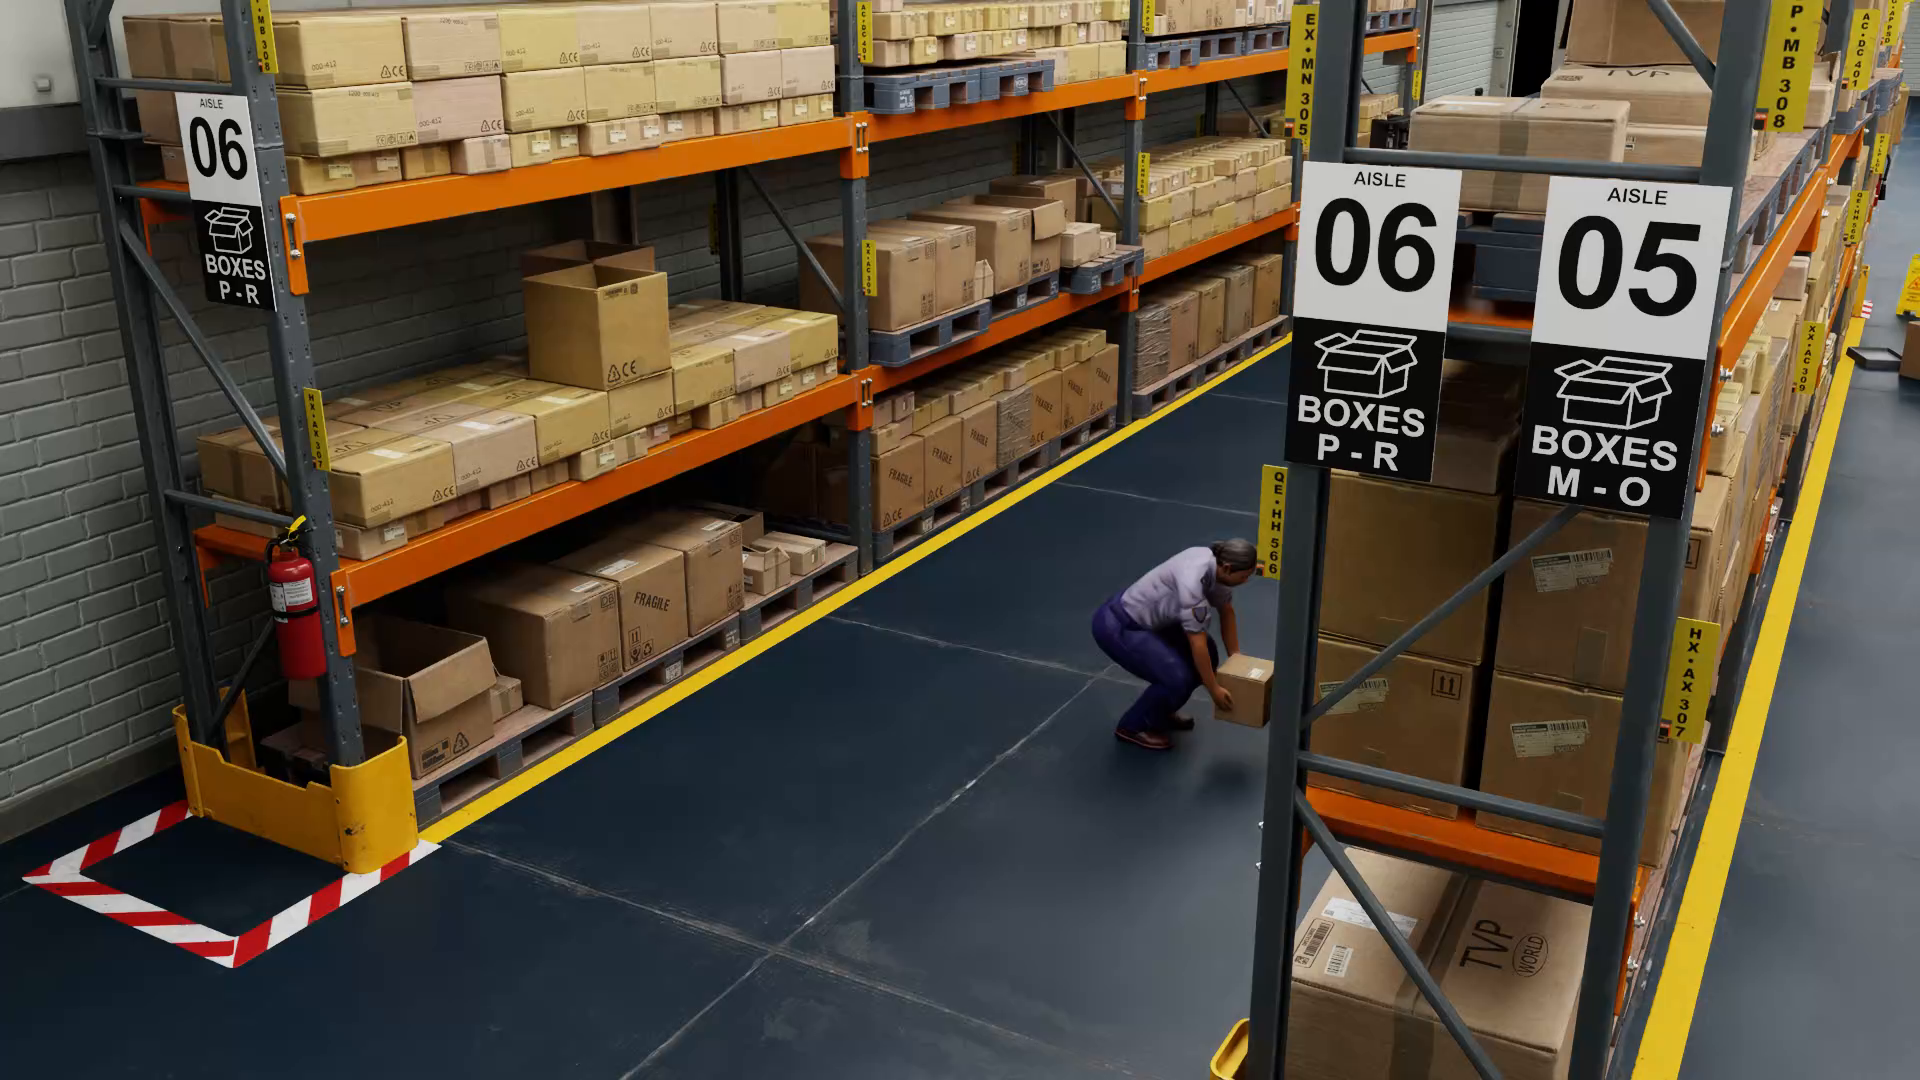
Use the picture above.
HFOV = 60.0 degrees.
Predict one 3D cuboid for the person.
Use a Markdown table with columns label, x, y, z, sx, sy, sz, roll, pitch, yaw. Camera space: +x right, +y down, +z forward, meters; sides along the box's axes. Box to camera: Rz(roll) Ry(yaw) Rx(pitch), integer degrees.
| label | x | y | z | sx | sy | sz | roll | pitch | yaw |
| --- | --- | --- | --- | --- | --- | --- | --- | --- | --- |
| person | 1.054 | 0.462 | 8.155 | 0.773 | 1.076 | 0.536 | 11 | 22 | 27 |
